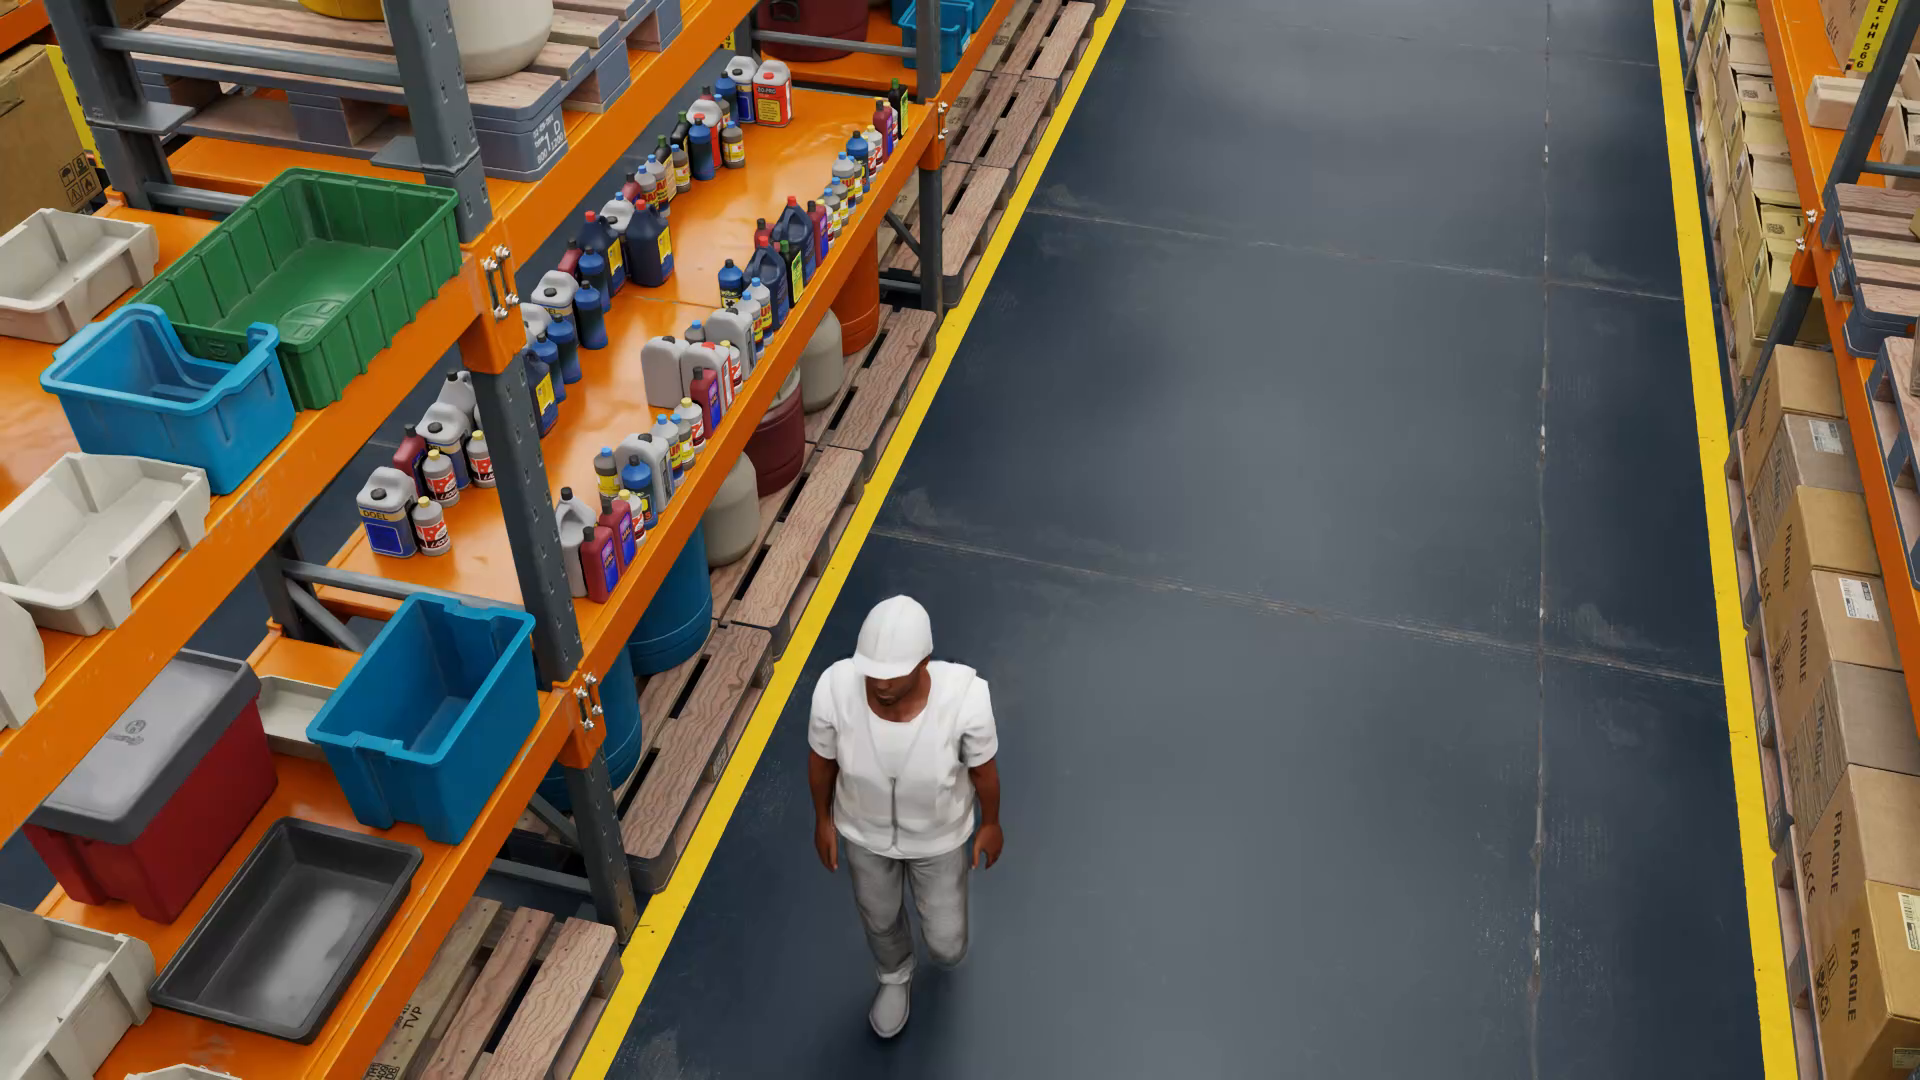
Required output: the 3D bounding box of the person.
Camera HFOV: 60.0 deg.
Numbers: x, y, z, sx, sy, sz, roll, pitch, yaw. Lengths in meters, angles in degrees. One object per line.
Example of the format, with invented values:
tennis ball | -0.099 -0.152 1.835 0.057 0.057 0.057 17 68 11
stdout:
person | -0.164 0.854 5.105 0.598 1.757 0.499 6 41 7
